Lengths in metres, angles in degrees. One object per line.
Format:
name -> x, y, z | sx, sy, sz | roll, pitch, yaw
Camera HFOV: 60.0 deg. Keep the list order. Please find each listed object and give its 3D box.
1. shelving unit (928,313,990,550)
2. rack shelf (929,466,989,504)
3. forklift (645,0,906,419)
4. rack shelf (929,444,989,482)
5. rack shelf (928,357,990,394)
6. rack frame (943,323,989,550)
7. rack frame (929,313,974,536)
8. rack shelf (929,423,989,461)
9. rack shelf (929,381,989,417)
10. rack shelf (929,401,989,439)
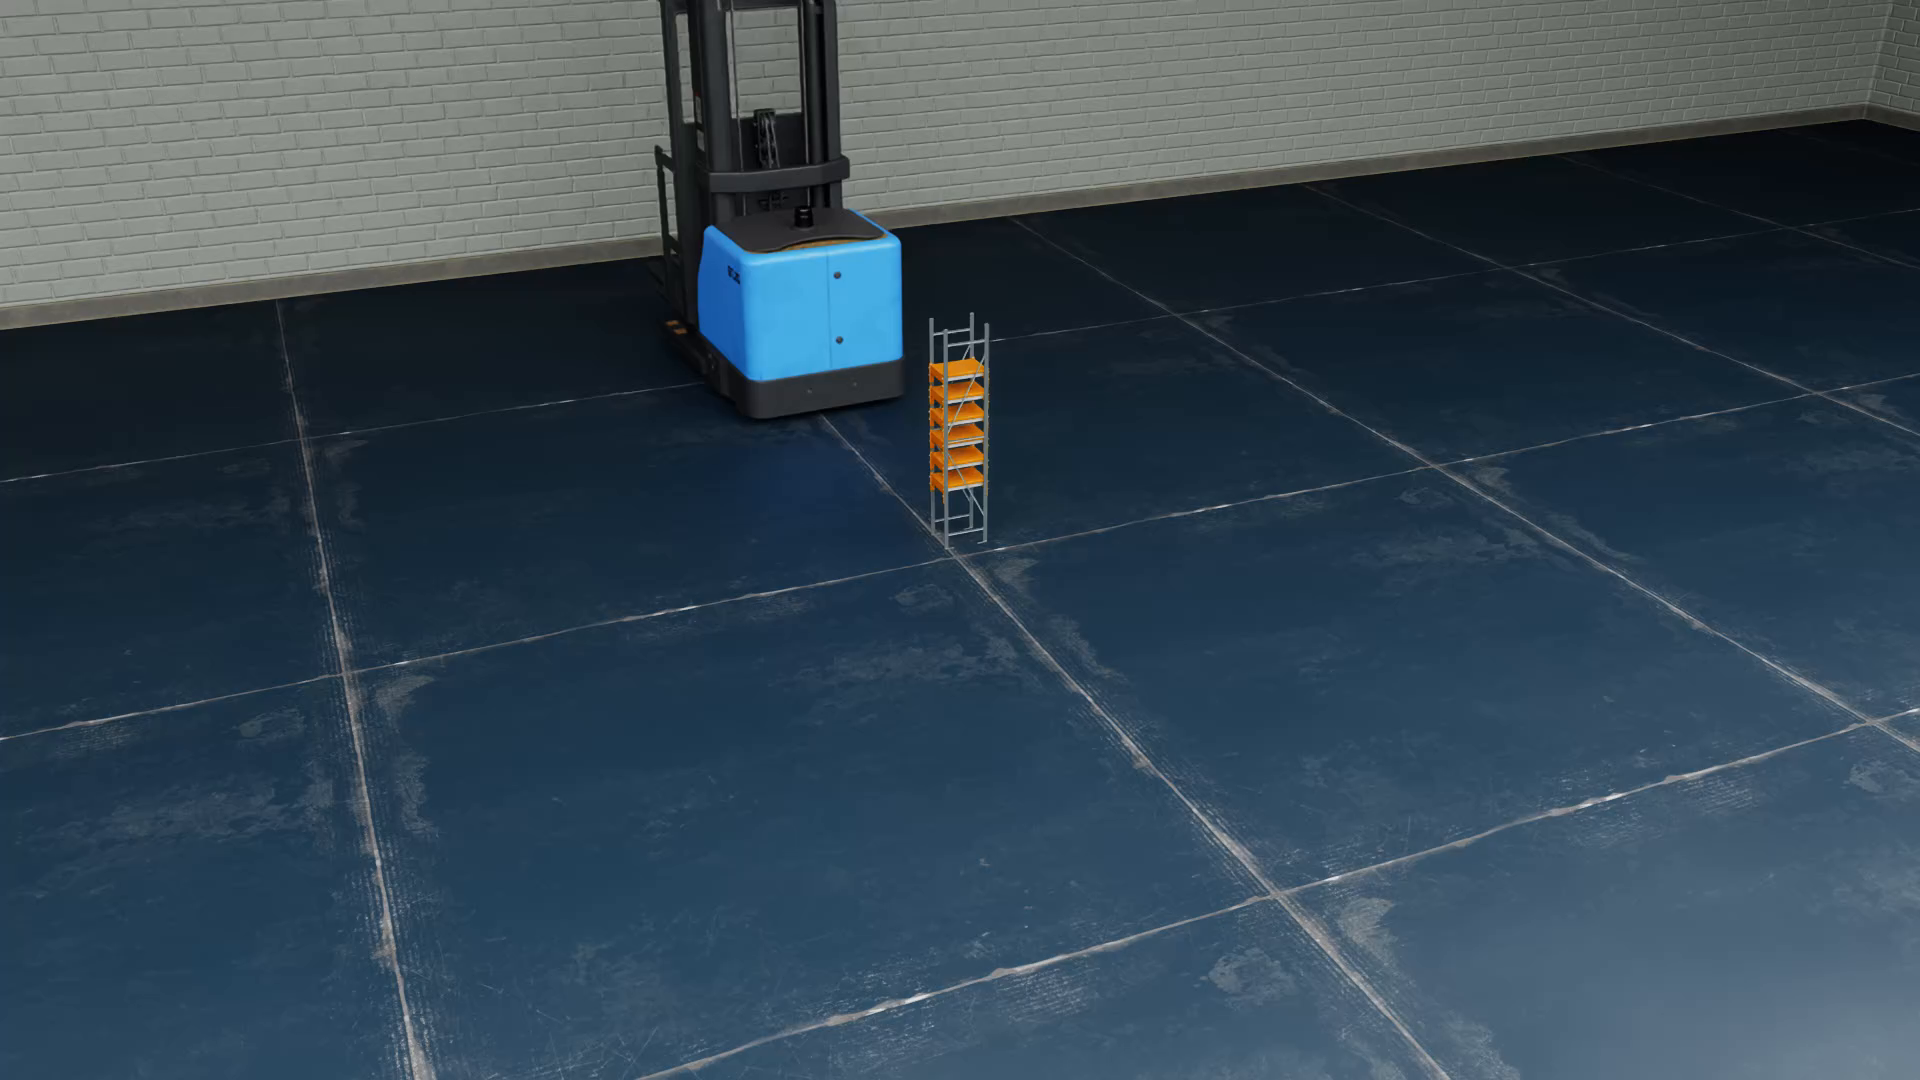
shelving unit -> -0.006, -0.545, 8.499 | 0.258, 1.200, 0.189 | -11, 28, -21
rack shelf -> -0.006, -0.289, 8.624 | 0.258, 0.103, 0.180 | -11, 28, -21
forklift -> -1.424, -2.670, 10.879 | 1.130, 2.935, 3.031 | -12, 28, -22
rack shelf -> -0.006, -0.397, 8.571 | 0.258, 0.103, 0.180 | -11, 28, -21
rack shelf -> -0.006, -0.829, 8.360 | 0.258, 0.103, 0.180 | -11, 28, -21
rack frame -> 0.030, -0.508, 8.423 | 0.240, 1.200, 0.006 | -11, 28, -21
rack frame -> -0.042, -0.582, 8.574 | 0.240, 1.200, 0.006 | -11, 28, -21
rack shelf -> -0.006, -0.505, 8.518 | 0.258, 0.103, 0.180 | -11, 28, -21
rack shelf -> -0.006, -0.721, 8.413 | 0.258, 0.103, 0.180 | -11, 28, -21
rack shelf -> -0.006, -0.613, 8.466 | 0.258, 0.103, 0.180 | -11, 28, -21
